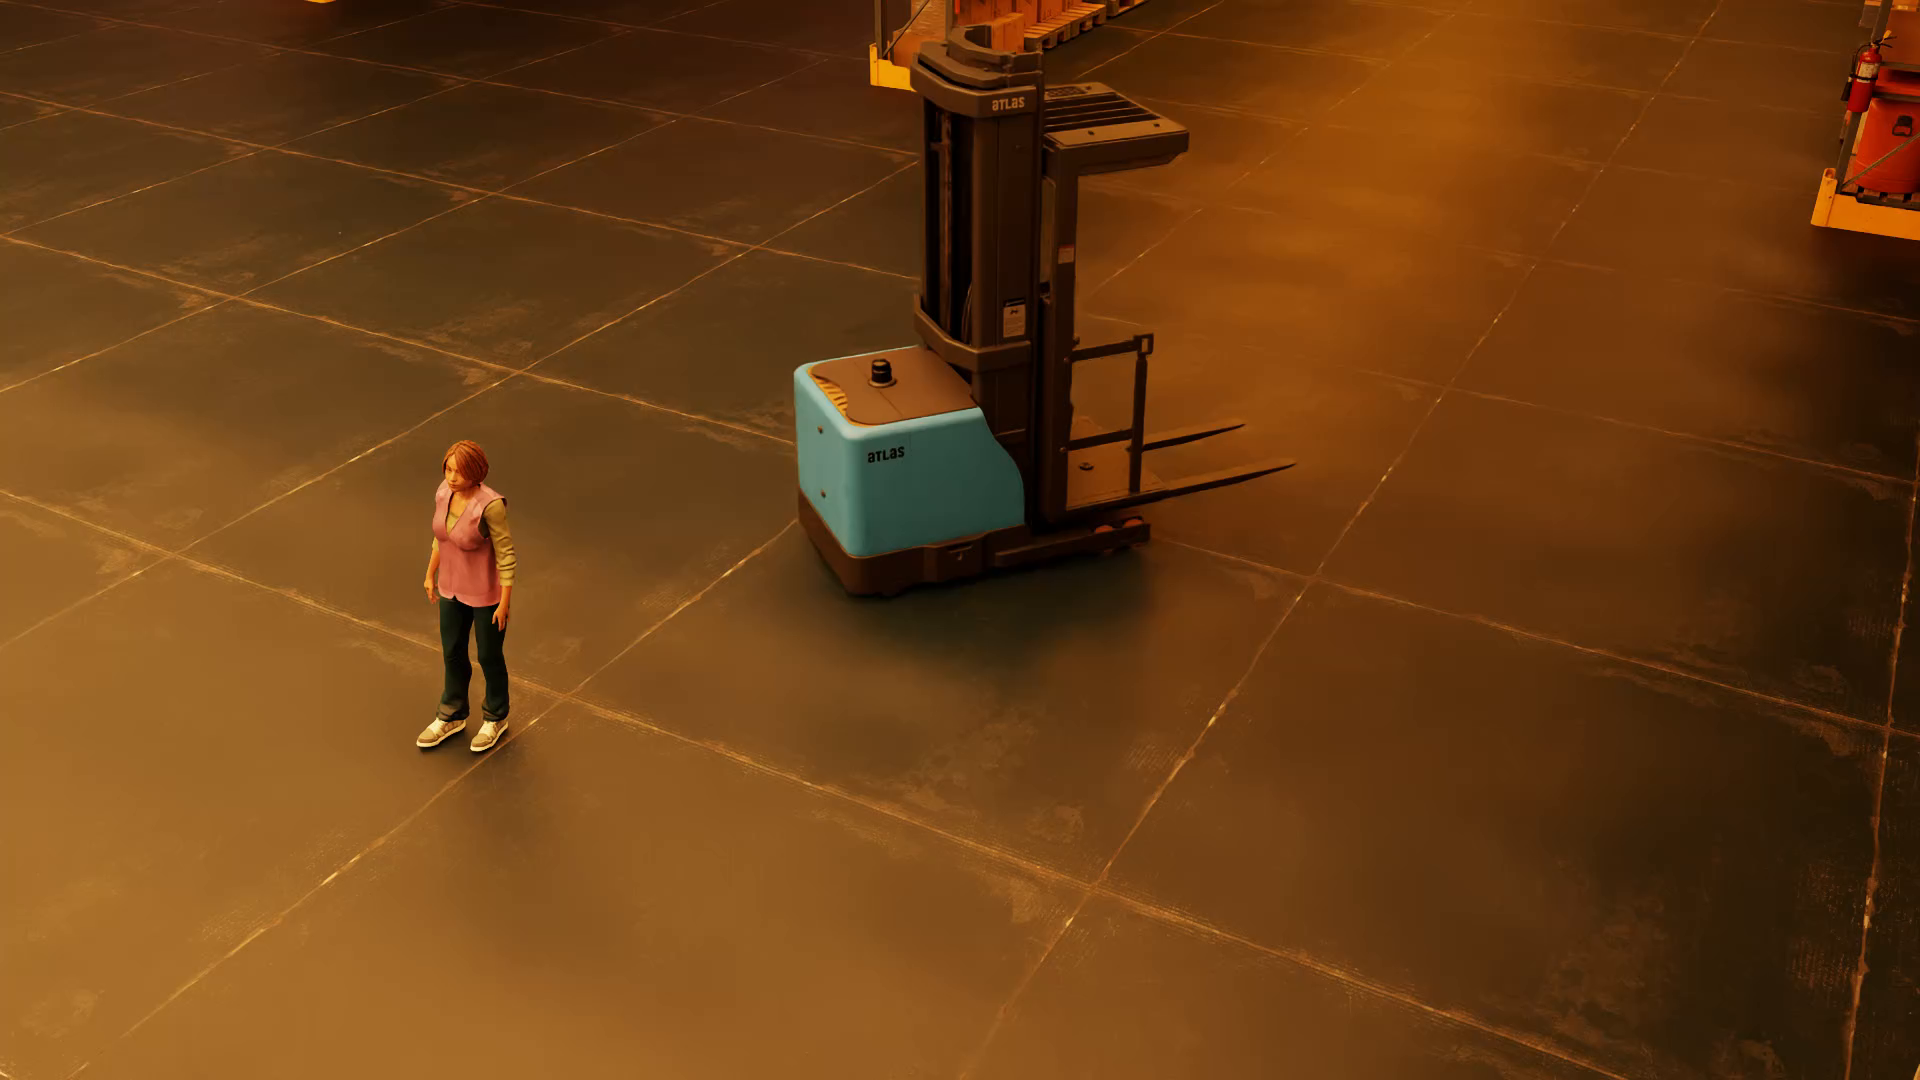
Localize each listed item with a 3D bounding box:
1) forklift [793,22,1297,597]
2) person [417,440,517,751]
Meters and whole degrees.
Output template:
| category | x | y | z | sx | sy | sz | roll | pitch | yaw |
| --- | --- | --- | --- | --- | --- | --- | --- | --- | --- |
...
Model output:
| category | x | y | z | sx | sy | sz | roll | pitch | yaw |
| --- | --- | --- | --- | --- | --- | --- | --- | --- | --- |
| forklift | 0.587 | -1.418 | 9.528 | 3.031 | 2.935 | 1.130 | -12 | 32 | -20 |
| person | -2.362 | 0.289 | 7.888 | 0.519 | 1.599 | 0.473 | 15 | 33 | 24 |
